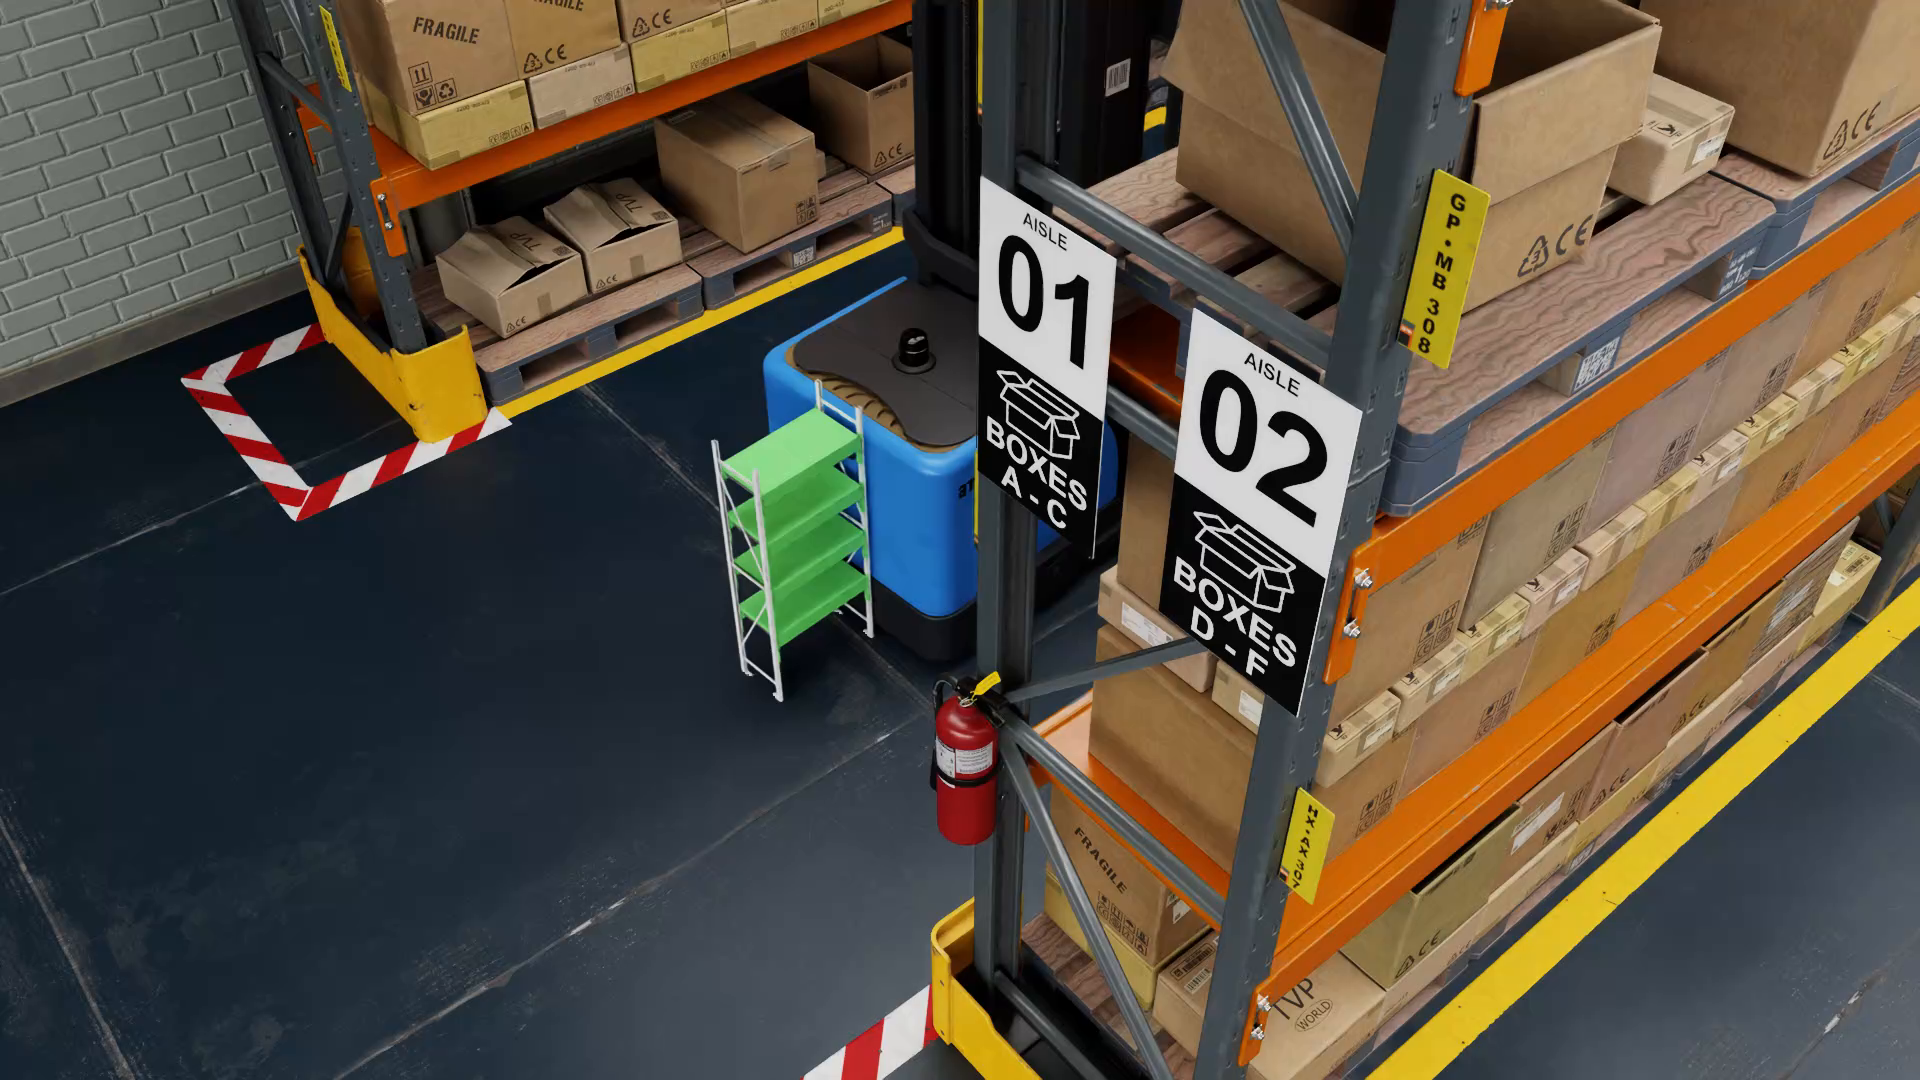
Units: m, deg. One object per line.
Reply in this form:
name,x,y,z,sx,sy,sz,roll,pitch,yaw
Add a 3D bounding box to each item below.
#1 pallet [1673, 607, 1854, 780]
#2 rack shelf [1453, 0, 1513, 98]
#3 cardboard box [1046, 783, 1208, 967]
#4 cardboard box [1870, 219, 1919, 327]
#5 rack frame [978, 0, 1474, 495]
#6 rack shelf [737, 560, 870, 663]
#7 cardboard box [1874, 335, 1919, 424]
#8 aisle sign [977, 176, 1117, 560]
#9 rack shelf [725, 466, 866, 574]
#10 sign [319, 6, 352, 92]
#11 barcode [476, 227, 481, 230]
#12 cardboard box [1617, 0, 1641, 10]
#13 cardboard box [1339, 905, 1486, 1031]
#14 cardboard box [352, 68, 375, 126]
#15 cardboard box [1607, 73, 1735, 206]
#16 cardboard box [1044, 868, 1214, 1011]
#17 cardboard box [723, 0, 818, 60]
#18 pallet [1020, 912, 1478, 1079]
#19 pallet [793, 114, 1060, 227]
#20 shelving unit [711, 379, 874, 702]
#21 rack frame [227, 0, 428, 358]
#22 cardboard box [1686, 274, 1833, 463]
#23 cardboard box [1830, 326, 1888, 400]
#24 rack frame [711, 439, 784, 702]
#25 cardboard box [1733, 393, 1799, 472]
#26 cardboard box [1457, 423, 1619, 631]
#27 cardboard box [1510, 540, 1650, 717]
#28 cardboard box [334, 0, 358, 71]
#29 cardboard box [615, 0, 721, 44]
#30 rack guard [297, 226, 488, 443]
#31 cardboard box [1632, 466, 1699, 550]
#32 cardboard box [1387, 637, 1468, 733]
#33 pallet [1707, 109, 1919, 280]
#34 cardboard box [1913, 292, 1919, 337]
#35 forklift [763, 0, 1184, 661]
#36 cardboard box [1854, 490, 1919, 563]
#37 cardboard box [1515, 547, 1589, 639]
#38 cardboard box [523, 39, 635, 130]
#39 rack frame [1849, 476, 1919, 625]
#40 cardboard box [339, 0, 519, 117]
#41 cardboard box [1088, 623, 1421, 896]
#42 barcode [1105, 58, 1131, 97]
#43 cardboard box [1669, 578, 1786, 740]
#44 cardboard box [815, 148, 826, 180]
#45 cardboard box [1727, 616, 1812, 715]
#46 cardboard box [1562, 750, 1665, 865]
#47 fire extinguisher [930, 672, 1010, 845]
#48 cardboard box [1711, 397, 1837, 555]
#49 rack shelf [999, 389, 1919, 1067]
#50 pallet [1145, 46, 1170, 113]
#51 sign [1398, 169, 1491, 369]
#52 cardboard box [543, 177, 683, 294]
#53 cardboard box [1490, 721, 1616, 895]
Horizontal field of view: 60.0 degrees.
pallet,2.839,0.312,6.763,1.213,0.211,1.003,-30,51,-28
rack shelf,1.942,-1.932,3.551,4.000,0.370,1.077,-30,51,-28
cardboard box,0.628,0.909,5.245,0.500,0.500,0.500,-30,51,-28
cardboard box,2.753,-1.120,5.231,0.500,0.500,0.700,-30,51,-28
rack frame,0.408,-1.461,2.233,0.127,3.000,1.000,-30,51,-28
rack shelf,-0.616,0.245,6.556,0.258,0.148,0.480,34,53,31
cardboard box,3.140,-0.870,5.912,0.500,0.500,0.700,-31,51,-29
aisle sign,0.169,-0.348,3.530,0.004,0.787,0.394,-30,51,-28
rack shelf,-0.616,-0.104,6.228,0.258,0.148,0.480,34,53,31
sign,-2.425,-1.905,6.455,0.005,0.325,0.100,-30,51,-28
barcode,-2.428,-1.533,8.327,0.075,0.075,0.001,-30,51,-28
cardboard box,1.548,-1.428,4.045,0.500,0.311,0.500,-24,48,-23
cardboard box,1.343,1.234,5.446,0.500,0.250,0.500,-30,51,-28
cardboard box,-2.539,-2.134,7.426,0.500,0.250,0.500,-29,50,-27
cardboard box,1.423,-0.905,3.606,0.250,0.149,0.380,-30,51,-28
cardboard box,0.629,1.184,5.500,0.500,0.250,0.500,-30,51,-28
cardboard box,-1.023,-2.552,7.871,0.500,0.250,0.500,-29,51,-28
pallet,0.967,1.384,5.622,1.213,0.211,1.003,-30,51,-28
pallet,-0.198,-2.301,9.546,1.213,0.211,1.003,-30,51,-28
shelving unit,-0.616,0.024,6.348,0.258,1.200,0.503,34,53,31
rack frame,-2.773,-1.874,7.055,0.127,3.000,1.000,-30,51,-28
cardboard box,1.985,-0.681,4.764,0.500,0.500,0.700,-30,51,-28
cardboard box,2.623,-0.627,5.179,0.250,0.149,0.380,-30,51,-28
rack frame,-0.788,0.142,6.222,0.240,1.200,0.015,34,53,31
cardboard box,2.228,-0.397,4.935,0.250,0.149,0.380,-28,50,-27
cardboard box,1.215,-0.239,4.293,0.500,0.500,0.700,-31,51,-29
cardboard box,1.558,0.042,4.941,0.500,0.500,0.700,-29,51,-28
cardboard box,-2.548,-2.419,7.182,0.500,0.500,0.500,-30,51,-28
cardboard box,-1.429,-2.588,7.361,0.500,0.500,0.500,-31,52,-29
rack guard,-2.715,-0.996,7.946,0.348,0.500,1.175,-30,51,-28
cardboard box,1.833,-0.174,4.697,0.250,0.149,0.380,-30,51,-28
cardboard box,1.048,0.276,4.218,0.250,0.149,0.380,-31,51,-29
pallet,1.903,-1.172,4.180,1.213,0.211,1.003,-30,51,-28
cardboard box,3.015,-0.849,5.416,0.250,0.149,0.380,-31,51,-29
forklift,0.611,-1.490,6.696,1.130,2.935,3.031,34,53,31
cardboard box,3.944,-0.229,7.005,0.500,0.250,0.500,-31,51,-29
cardboard box,1.435,0.057,4.451,0.250,0.149,0.380,-31,51,-28
cardboard box,-1.806,-2.110,7.401,0.500,0.250,0.500,-31,52,-29
rack frame,3.476,-1.032,6.157,0.127,3.000,1.000,-30,51,-28
cardboard box,-2.214,-2.152,6.898,0.500,0.500,0.500,-30,51,-28
cardboard box,0.774,0.491,4.464,0.500,0.500,0.700,-30,51,-28
barcode,0.330,-0.965,3.472,0.075,0.075,0.001,-30,51,-28
cardboard box,2.488,0.298,5.896,0.500,0.500,0.500,-30,51,-28
cardboard box,-0.945,-2.060,9.014,0.250,0.149,0.380,-34,53,-31
cardboard box,2.871,0.350,6.387,0.500,0.250,0.500,-30,51,-28
cardboard box,2.113,0.798,5.911,0.500,0.250,0.500,-30,51,-28
fire extinguisher,0.019,0.562,4.518,0.183,0.674,0.296,-30,51,-28
cardboard box,2.352,-0.416,5.429,0.500,0.500,0.700,-29,50,-27
rack shelf,1.942,0.109,5.468,4.000,0.370,1.077,-30,51,-28
pallet,0.891,-2.957,10.245,1.213,0.211,1.003,-30,51,-28
sign,0.759,-0.421,2.620,0.005,0.325,0.100,-30,51,-28
cardboard box,-1.748,-1.562,8.364,0.500,0.311,0.500,-26,49,-25
cardboard box,1.719,0.735,5.430,0.500,0.500,0.500,-30,51,-28
